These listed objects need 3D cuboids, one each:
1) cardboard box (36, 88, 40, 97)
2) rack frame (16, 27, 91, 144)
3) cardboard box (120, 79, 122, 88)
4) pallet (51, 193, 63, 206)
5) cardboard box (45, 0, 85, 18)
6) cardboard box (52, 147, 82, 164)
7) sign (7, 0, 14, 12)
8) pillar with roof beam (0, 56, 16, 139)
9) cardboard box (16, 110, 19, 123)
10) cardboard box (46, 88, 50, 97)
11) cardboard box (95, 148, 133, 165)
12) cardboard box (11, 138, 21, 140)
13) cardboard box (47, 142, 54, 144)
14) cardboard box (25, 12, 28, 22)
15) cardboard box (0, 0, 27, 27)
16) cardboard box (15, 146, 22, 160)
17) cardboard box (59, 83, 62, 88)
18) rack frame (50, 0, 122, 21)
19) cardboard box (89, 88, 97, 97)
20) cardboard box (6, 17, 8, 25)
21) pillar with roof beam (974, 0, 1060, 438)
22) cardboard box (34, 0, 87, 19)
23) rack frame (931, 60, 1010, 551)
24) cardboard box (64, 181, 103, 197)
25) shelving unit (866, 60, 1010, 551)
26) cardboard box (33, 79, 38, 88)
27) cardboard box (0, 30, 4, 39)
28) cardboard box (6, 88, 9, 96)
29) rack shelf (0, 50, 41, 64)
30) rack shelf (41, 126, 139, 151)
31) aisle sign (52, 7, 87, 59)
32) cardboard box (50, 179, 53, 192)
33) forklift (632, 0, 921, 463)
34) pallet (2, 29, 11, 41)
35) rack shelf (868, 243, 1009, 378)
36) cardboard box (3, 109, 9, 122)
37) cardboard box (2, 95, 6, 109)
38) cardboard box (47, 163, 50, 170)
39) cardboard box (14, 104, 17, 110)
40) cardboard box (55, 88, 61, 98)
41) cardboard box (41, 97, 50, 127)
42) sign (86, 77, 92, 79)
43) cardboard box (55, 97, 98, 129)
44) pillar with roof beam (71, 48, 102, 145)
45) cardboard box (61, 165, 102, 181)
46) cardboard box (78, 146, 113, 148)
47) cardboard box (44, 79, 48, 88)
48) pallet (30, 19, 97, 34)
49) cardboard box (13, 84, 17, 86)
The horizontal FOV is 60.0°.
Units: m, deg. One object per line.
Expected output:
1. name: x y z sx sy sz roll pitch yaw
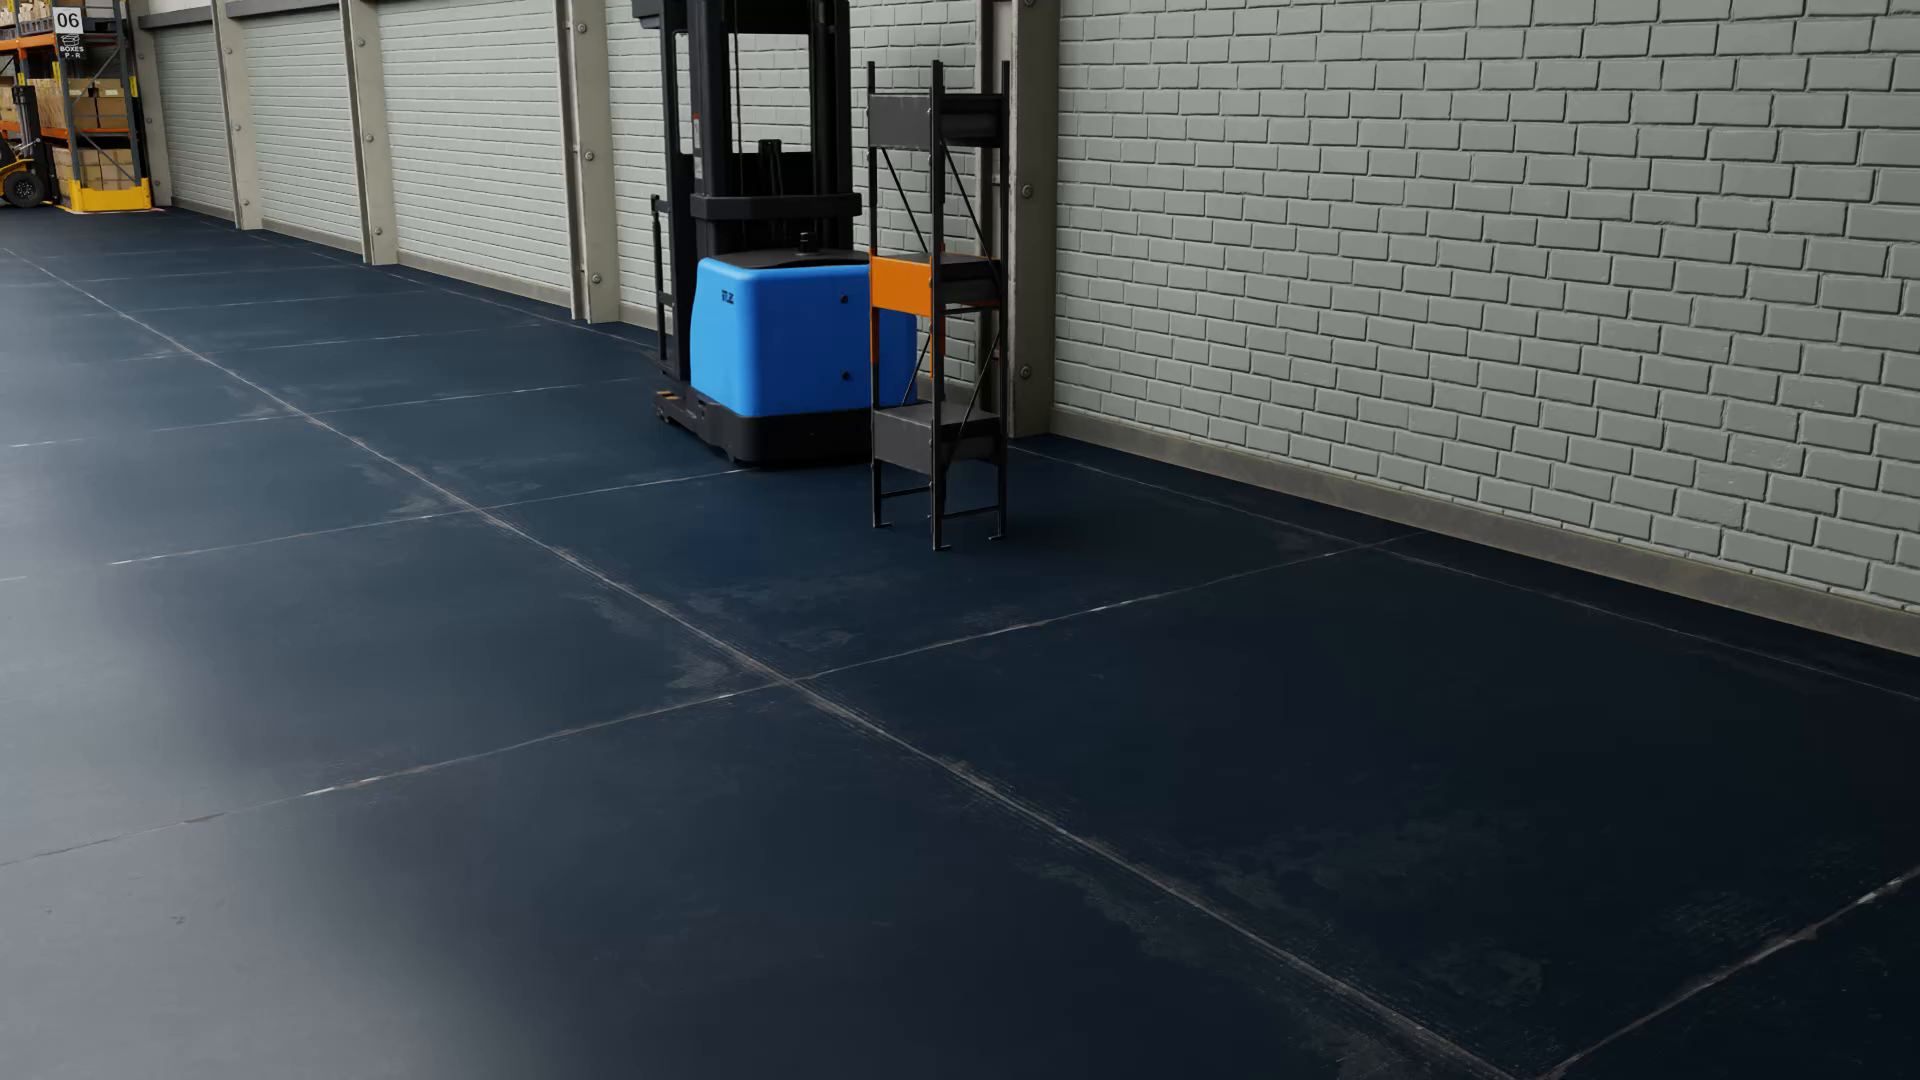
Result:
1. cardboard box: -15.917 -7.827 29.074 0.380 0.149 0.250 -11 19 -35
2. rack frame: -16.459 -7.802 30.400 1.000 3.000 0.127 -11 19 -35
3. cardboard box: -14.237 -7.624 27.767 0.380 0.149 0.250 -10 18 -33
4. pallet: -15.304 -6.020 29.171 1.003 0.211 1.213 -11 19 -35
5. cardboard box: -14.564 -8.750 27.008 0.500 0.500 0.500 -10 18 -33
6. cardboard box: -15.240 -6.571 28.420 0.500 0.250 0.500 -11 19 -34
7. sign: -16.892 -9.564 29.579 0.100 0.325 0.005 -11 19 -35
8. pillar with roof beam: -27.853 -13.305 39.143 9.100 9.000 0.400 -11 19 -35
9. cardboard box: -17.534 -8.014 31.458 0.500 0.250 0.500 -11 19 -34
10. cardboard box: -15.311 -7.610 28.279 0.380 0.149 0.250 -11 19 -34
11. cardboard box: -14.236 -6.438 27.937 0.500 0.250 0.500 -11 19 -35
12. cardboard box: -20.713 -8.786 36.707 0.380 0.149 0.250 -12 19 -37
13. cardboard box: -18.865 -8.126 34.293 0.380 0.149 0.250 -10 18 -32
14. cardboard box: -15.989 -9.071 28.846 0.380 0.149 0.250 -10 18 -33
15. cardboard box: -17.983 -9.992 31.545 0.500 0.500 0.500 -10 18 -33
16. cardboard box: -18.064 -7.440 32.779 0.875 0.625 0.625 -10 18 -33
17. cardboard box: -14.658 -7.544 27.476 0.380 0.149 0.250 -11 19 -34
18. rack frame: -14.107 -9.841 26.487 1.000 3.000 0.127 -11 19 -35
19. cardboard box: -14.293 -7.464 27.748 0.380 0.149 0.250 -11 19 -35
20. cardboard box: -17.351 -9.566 30.654 0.380 0.149 0.250 -11 19 -35
21. pillar with roof beam: -3.158 -4.337 6.376 9.100 9.000 0.400 -11 19 -35
22. cardboard box: -15.086 -8.985 27.864 0.700 0.500 0.500 -11 19 -34
23. rack frame: 0.046 -0.996 7.238 0.400 2.100 0.015 -11 19 -35
24. cardboard box: -14.639 -5.875 27.774 0.500 0.250 0.500 -11 19 -34
25. shelving unit: -0.097 -1.048 7.428 0.431 2.100 0.503 -11 19 -35
26. cardboard box: -16.059 -8.027 29.239 0.380 0.149 0.250 -10 18 -33
27. cardboard box: -19.309 -10.102 33.407 0.500 0.250 0.500 -12 19 -36
28. cardboard box: -18.368 -8.742 32.416 0.380 0.149 0.250 -11 19 -34
29. rack shelf: -19.987 -10.183 34.780 1.077 0.370 4.000 -11 19 -35
30. rack shelf: -15.283 -7.028 28.934 1.077 0.370 4.000 -11 19 -35
31. aisle sign: -14.306 -8.142 26.718 0.394 0.787 0.004 -11 19 -35
32. cardboard box: -15.534 -6.199 28.955 0.500 0.250 0.500 -10 18 -33
33. forklift: -1.279 -2.173 9.963 1.130 2.935 3.031 -7 17 -23
34. pallet: -17.679 -9.642 31.800 1.003 0.211 1.213 -10 18 -32
35. rack shelf: -0.097 -1.035 7.432 0.431 0.518 0.480 -11 19 -35
36. cardboard box: -18.456 -8.343 32.660 0.500 0.250 0.500 -11 19 -36
37. cardboard box: -18.454 -8.585 32.598 0.500 0.250 0.500 -10 18 -33
38. cardboard box: -15.544 -6.444 28.904 0.500 0.250 0.500 -11 19 -35
39. cardboard box: -17.559 -8.255 31.391 0.500 0.250 0.500 -10 18 -33
40. cardboard box: -14.712 -7.389 27.474 0.380 0.149 0.250 -11 18 -34
41. cardboard box: -15.512 -7.388 28.696 0.500 0.500 0.500 -11 19 -34
42. sign: -16.011 -8.344 30.591 0.100 0.325 0.005 -11 19 -35
43. cardboard box: -14.609 -7.060 27.501 0.500 0.500 0.500 -11 19 -36
44. pillar with roof beam: -20.797 -10.743 29.781 9.100 9.000 0.400 -11 19 -35
45. cardboard box: -14.646 -6.121 27.723 0.500 0.250 0.500 -11 19 -35
46. cardboard box: -15.114 -6.763 29.125 0.500 0.250 0.500 -11 19 -36
47. cardboard box: -15.320 -7.753 28.240 0.380 0.149 0.250 -10 18 -33
48. pallet: -15.223 -8.768 28.414 1.003 0.211 1.213 -11 19 -35
49. cardboard box: -18.987 -9.041 33.942 0.500 0.500 0.500 -10 18 -32
